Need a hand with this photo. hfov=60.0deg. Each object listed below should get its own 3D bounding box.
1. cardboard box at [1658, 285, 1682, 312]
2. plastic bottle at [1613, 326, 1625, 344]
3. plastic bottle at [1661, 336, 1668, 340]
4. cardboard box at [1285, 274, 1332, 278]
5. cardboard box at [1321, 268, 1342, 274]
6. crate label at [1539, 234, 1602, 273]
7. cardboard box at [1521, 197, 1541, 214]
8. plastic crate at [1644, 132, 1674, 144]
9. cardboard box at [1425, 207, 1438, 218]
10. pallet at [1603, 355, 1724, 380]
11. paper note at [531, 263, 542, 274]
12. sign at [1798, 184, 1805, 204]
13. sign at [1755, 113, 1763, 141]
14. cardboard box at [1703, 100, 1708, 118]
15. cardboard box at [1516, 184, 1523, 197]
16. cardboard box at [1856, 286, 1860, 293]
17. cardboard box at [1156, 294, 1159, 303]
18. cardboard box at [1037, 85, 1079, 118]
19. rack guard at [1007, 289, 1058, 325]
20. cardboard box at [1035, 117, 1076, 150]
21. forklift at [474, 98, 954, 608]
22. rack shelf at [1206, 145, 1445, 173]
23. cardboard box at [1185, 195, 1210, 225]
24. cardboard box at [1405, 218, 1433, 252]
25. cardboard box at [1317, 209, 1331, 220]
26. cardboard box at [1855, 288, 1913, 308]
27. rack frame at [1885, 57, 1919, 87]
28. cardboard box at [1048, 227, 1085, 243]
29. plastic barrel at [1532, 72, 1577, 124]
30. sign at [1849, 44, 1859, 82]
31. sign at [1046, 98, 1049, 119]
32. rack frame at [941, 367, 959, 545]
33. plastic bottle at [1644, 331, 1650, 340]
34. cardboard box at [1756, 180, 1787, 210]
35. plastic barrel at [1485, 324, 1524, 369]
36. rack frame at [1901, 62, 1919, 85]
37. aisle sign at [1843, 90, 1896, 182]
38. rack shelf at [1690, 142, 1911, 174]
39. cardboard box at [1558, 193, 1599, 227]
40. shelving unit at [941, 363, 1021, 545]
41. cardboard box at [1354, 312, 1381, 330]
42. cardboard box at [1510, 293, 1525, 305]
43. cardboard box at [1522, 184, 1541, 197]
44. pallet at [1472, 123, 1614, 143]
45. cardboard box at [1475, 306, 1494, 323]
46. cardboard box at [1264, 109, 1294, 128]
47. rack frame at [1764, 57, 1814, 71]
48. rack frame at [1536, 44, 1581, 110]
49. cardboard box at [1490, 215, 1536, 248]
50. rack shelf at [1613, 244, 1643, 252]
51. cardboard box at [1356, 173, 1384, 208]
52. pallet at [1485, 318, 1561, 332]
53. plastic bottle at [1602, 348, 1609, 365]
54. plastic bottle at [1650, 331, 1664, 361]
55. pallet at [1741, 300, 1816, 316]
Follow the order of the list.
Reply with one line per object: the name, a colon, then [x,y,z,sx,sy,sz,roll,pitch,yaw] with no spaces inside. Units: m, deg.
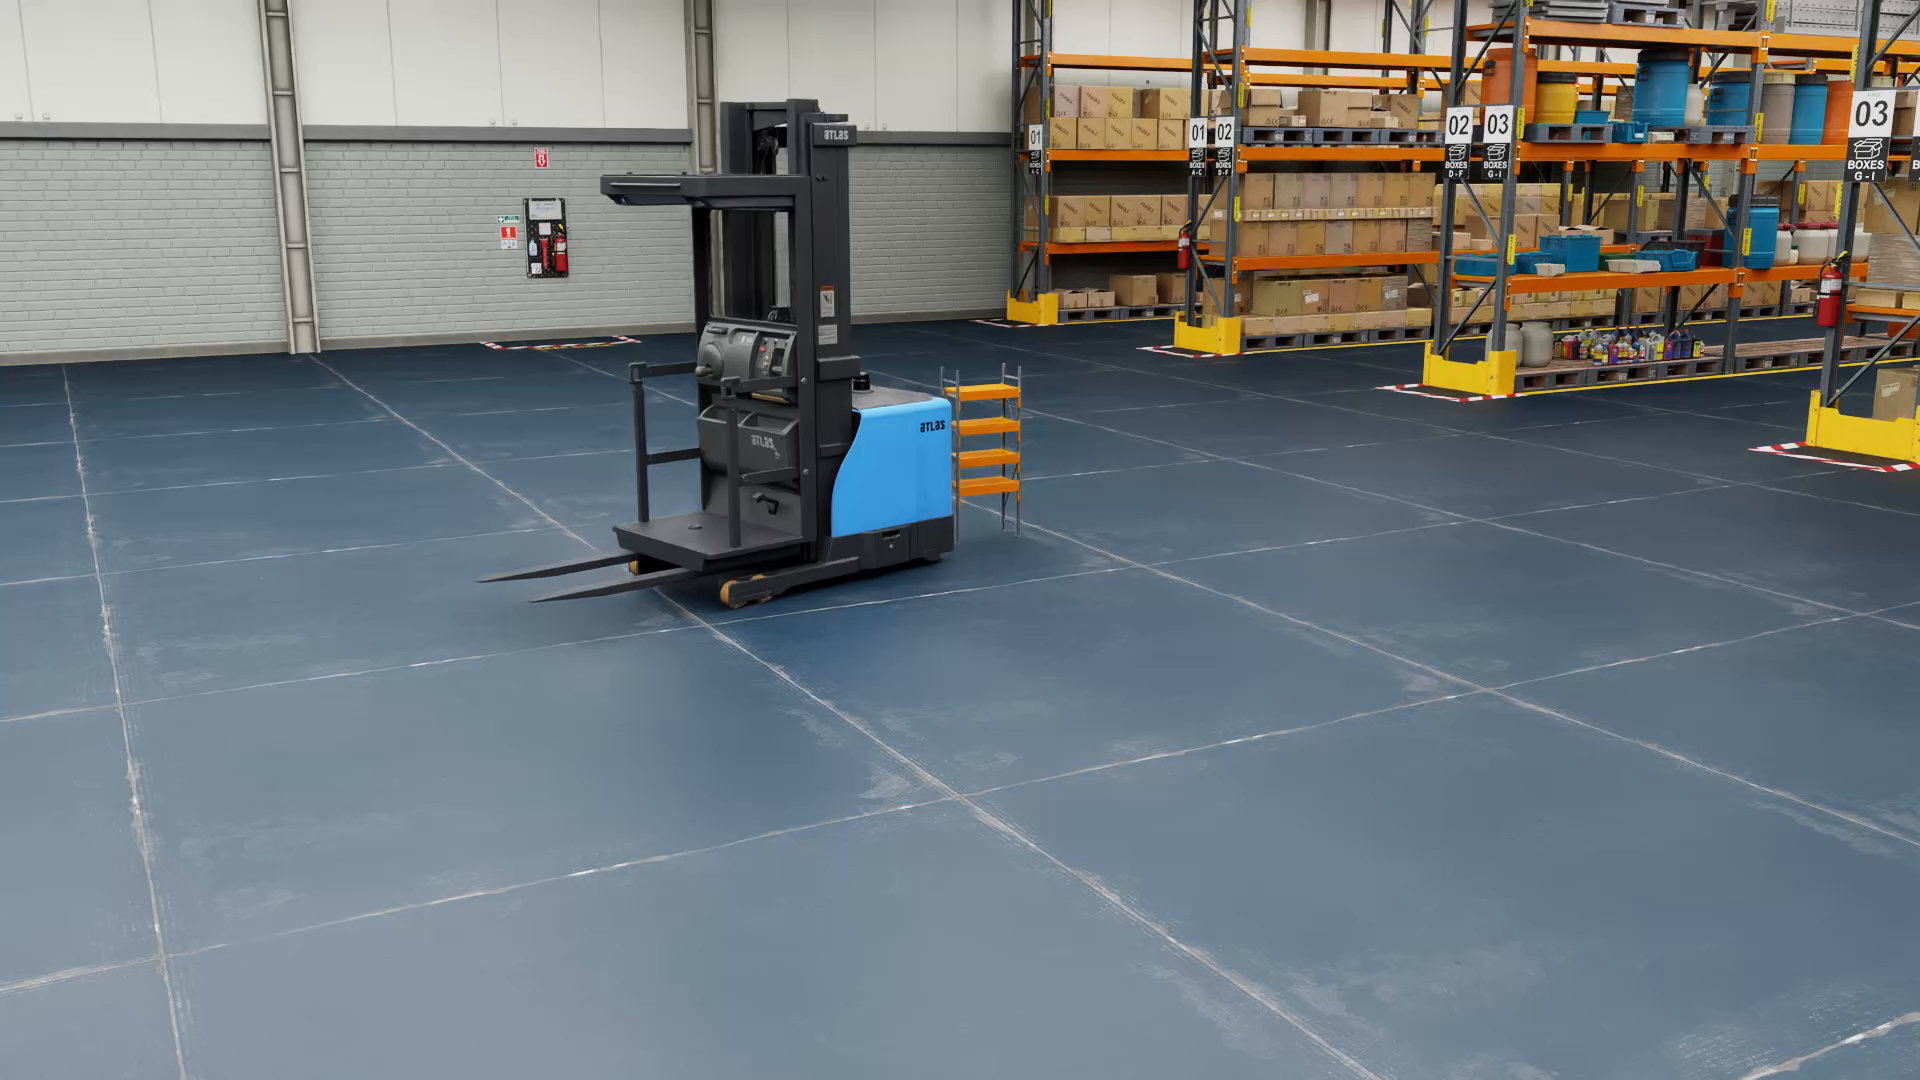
cardboard box: [11.534,-4.052,27.474,0.500,0.500,0.500,-7,15,-30]
plastic bottle: [8.327,-2.530,21.049,0.185,0.351,0.144,-8,15,-30]
plastic bottle: [8.711,-2.400,20.645,0.135,0.276,0.152,-7,14,-28]
cardboard box: [5.157,-3.670,24.682,0.500,0.500,0.500,-7,14,-28]
cardboard box: [6.626,-4.782,30.717,0.500,0.500,0.700,-7,14,-28]
crate label: [7.375,-3.474,20.135,0.616,0.435,0.502,-7,14,-28]
cardboard box: [10.947,-6.434,32.415,0.500,0.500,0.500,-7,14,-27]
plastic crate: [8.185,-4.720,19.520,0.396,0.136,0.243,-7,14,-28]
cardboard box: [6.894,-4.882,24.767,0.250,0.149,0.380,-7,14,-28]
pallet: [8.790,-2.209,20.945,1.213,0.211,1.003,-7,14,-28]
paper note: [-6.300,-4.042,24.744,0.142,0.148,0.016,-7,14,-28]
sign: [14.321,-5.887,28.299,0.005,0.325,0.100,-7,14,-28]
sign: [9.654,-4.993,20.110,0.005,0.325,0.100,-7,14,-28]
cardboard box: [12.405,-7.015,27.704,0.600,0.600,0.600,-7,15,-30]
cardboard box: [10.486,-6.748,32.105,0.500,0.250,0.500,-7,14,-27]
cardboard box: [16.355,-4.524,30.140,0.500,0.250,0.500,-7,14,-28]
cardboard box: [3.239,-4.201,28.934,0.250,0.149,0.380,-8,15,-32]
cardboard box: [1.596,-7.124,27.050,0.500,0.500,0.500,-8,15,-32]
rack guard: [1.209,-3.909,27.840,0.348,0.500,1.175,-7,14,-28]
cardboard box: [1.555,-6.630,27.130,0.500,0.500,0.500,-6,14,-26]
forklift: [-1.464,-1.156,10.071,3.031,2.935,1.130,-12,17,-42]
rack shelf: [5.274,-5.489,23.975,4.000,0.370,1.077,-7,14,-28]
cardboard box: [3.951,-5.681,28.608,0.500,0.500,0.500,-7,14,-28]
cardboard box: [6.643,-4.588,24.936,0.500,0.500,0.700,-7,15,-29]
cardboard box: [5.096,-4.667,23.811,0.250,0.149,0.380,-7,14,-29]
cardboard box: [8.413,-2.204,15.143,0.250,0.149,0.380,-7,14,-28]
rack frame: [12.911,-6.980,22.128,0.127,3.000,1.000,-7,14,-28]
cardboard box: [1.722,-5.047,27.501,0.500,0.250,0.500,-7,15,-29]
plastic barrel: [6.829,-5.116,19.292,0.600,0.588,0.600,0,13,0]
sign: [8.014,-4.261,14.864,0.005,0.325,0.100,-7,14,-28]
sign: [1.402,-6.906,26.641,0.005,0.325,0.100,-7,14,-28]
rack frame: [-0.069,-0.577,11.441,0.015,1.200,0.240,-7,14,-28]
plastic bottle: [8.691,-2.513,21.128,0.133,0.283,0.061,-7,14,-28]
cardboard box: [14.371,-6.068,29.237,0.500,0.500,0.500,-7,14,-28]
plastic barrel: [6.430,-2.286,19.647,0.421,0.512,0.421,0,13,0]
rack frame: [17.563,-8.776,30.111,0.127,3.000,1.000,-7,14,-28]
aisle sign: [8.064,-3.576,14.748,0.004,0.787,0.394,-7,14,-28]
rack shelf: [11.155,-4.955,21.601,4.000,0.370,1.077,-7,14,-28]
cardboard box: [12.159,-6.583,33.347,0.700,0.700,0.980,-7,14,-27]
shelving unit: [0.145,-0.603,11.555,0.503,1.200,0.258,-7,14,-28]
cardboard box: [5.852,-3.254,24.540,0.500,0.250,0.500,-7,14,-28]
cardboard box: [8.407,-3.826,25.807,0.500,0.311,0.500,-7,15,-30]
cardboard box: [10.934,-6.802,32.344,0.500,0.250,0.500,-6,14,-27]
pallet: [6.662,-4.651,19.041,1.213,0.211,1.003,-7,14,-28]
cardboard box: [7.952,-3.499,25.630,0.500,0.250,0.500,-6,14,-26]
cardboard box: [4.403,-6.002,23.680,0.500,0.250,0.500,-7,14,-28]
rack frame: [14.052,-8.356,28.241,0.127,3.000,1.000,-7,14,-28]
rack frame: [11.675,-9.310,32.481,0.127,3.000,1.000,-7,14,-28]
cardboard box: [8.614,-4.822,25.975,0.500,0.500,0.500,-7,14,-28]
rack shelf: [12.296,-4.867,28.044,4.000,0.370,1.077,-7,14,-28]
cardboard box: [5.760,-5.115,24.323,0.500,0.500,0.700,-7,14,-28]
pallet: [8.730,-3.441,26.418,1.213,0.211,1.003,-7,14,-28]
plastic bottle: [7.720,-2.202,19.935,0.097,0.201,0.097,0,13,0]
plastic bottle: [8.521,-2.377,20.371,0.185,0.351,0.144,-7,14,-28]
pallet: [14.655,-4.140,29.526,1.213,0.211,1.003,-7,14,-28]
